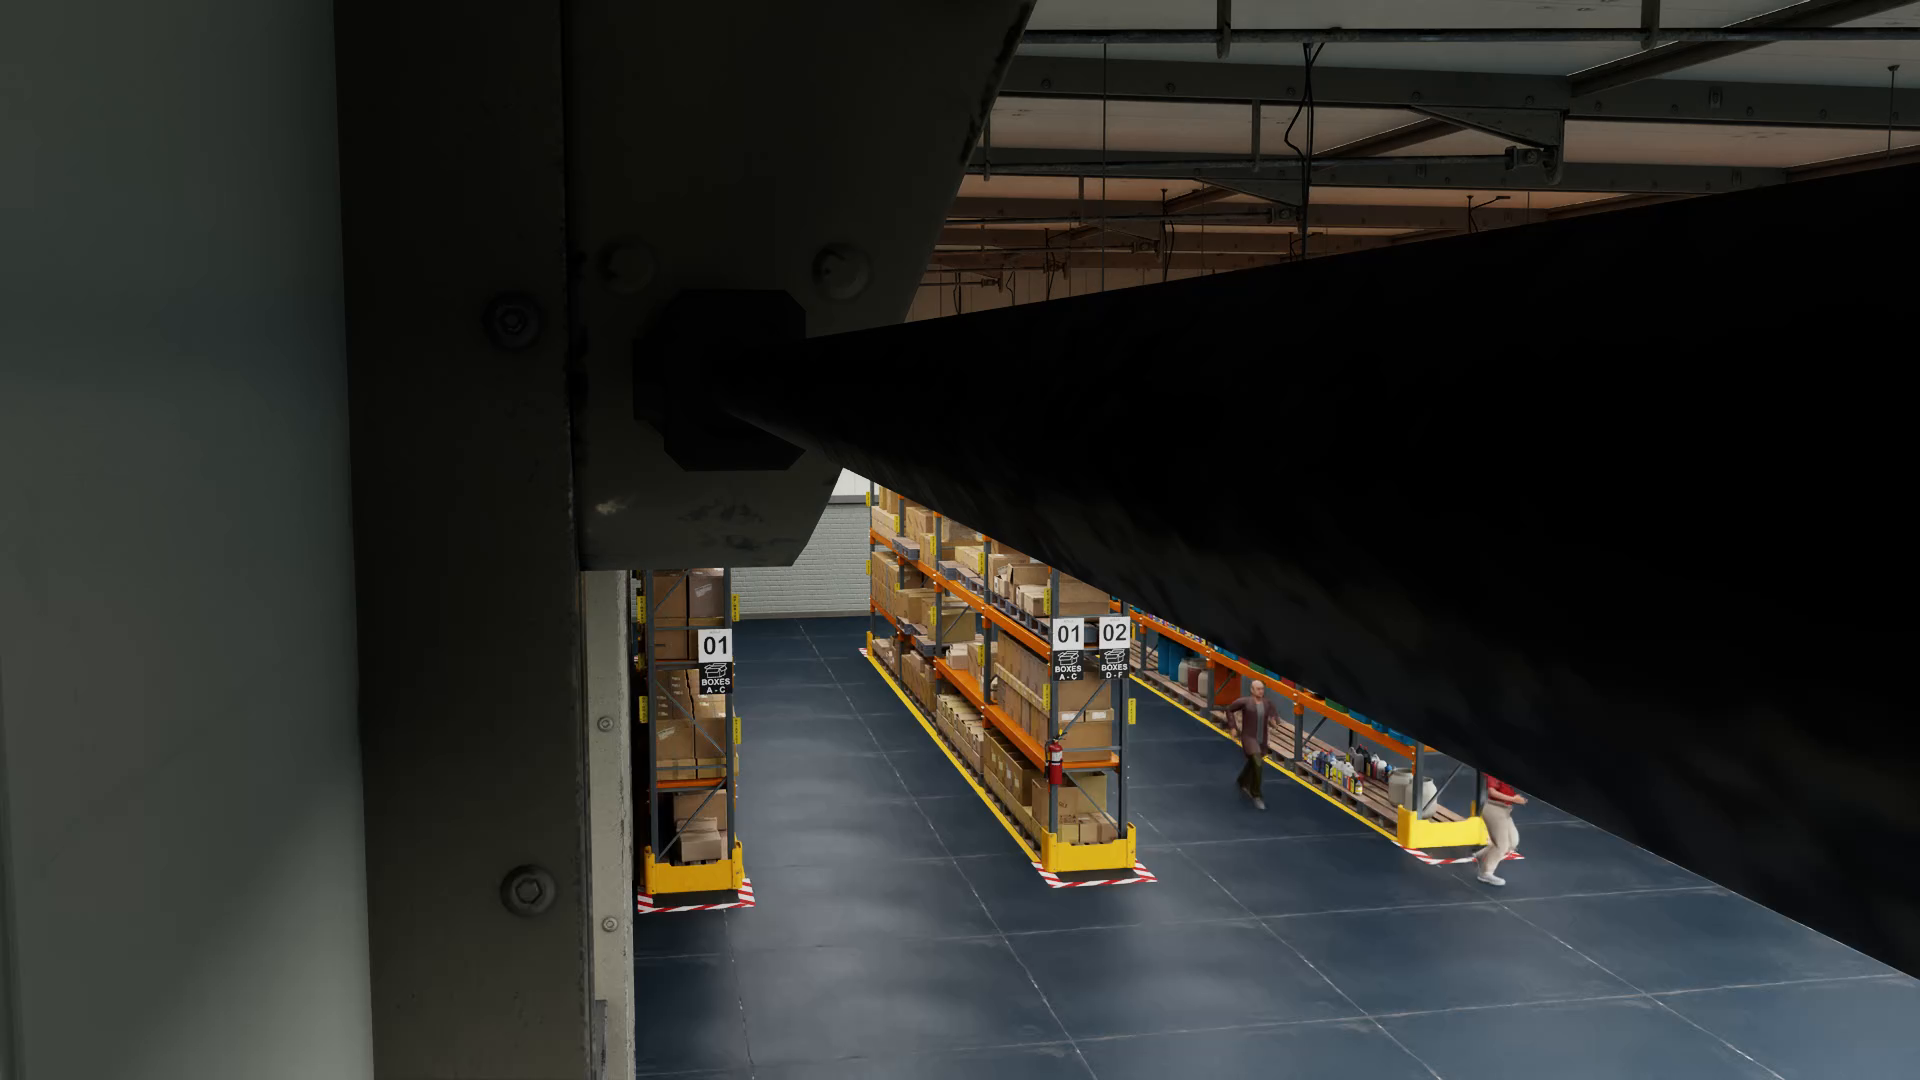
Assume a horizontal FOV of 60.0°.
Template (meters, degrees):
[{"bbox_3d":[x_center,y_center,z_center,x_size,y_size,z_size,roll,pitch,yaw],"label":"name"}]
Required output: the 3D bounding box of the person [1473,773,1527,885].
[{"bbox_3d":[6.669,3.365,20.493,0.632,1.673,0.679,3,7,24],"label":"person"}]

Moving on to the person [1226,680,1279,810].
[{"bbox_3d":[4.258,2.934,24.072,0.666,1.847,0.937,-3,7,-26],"label":"person"}]
